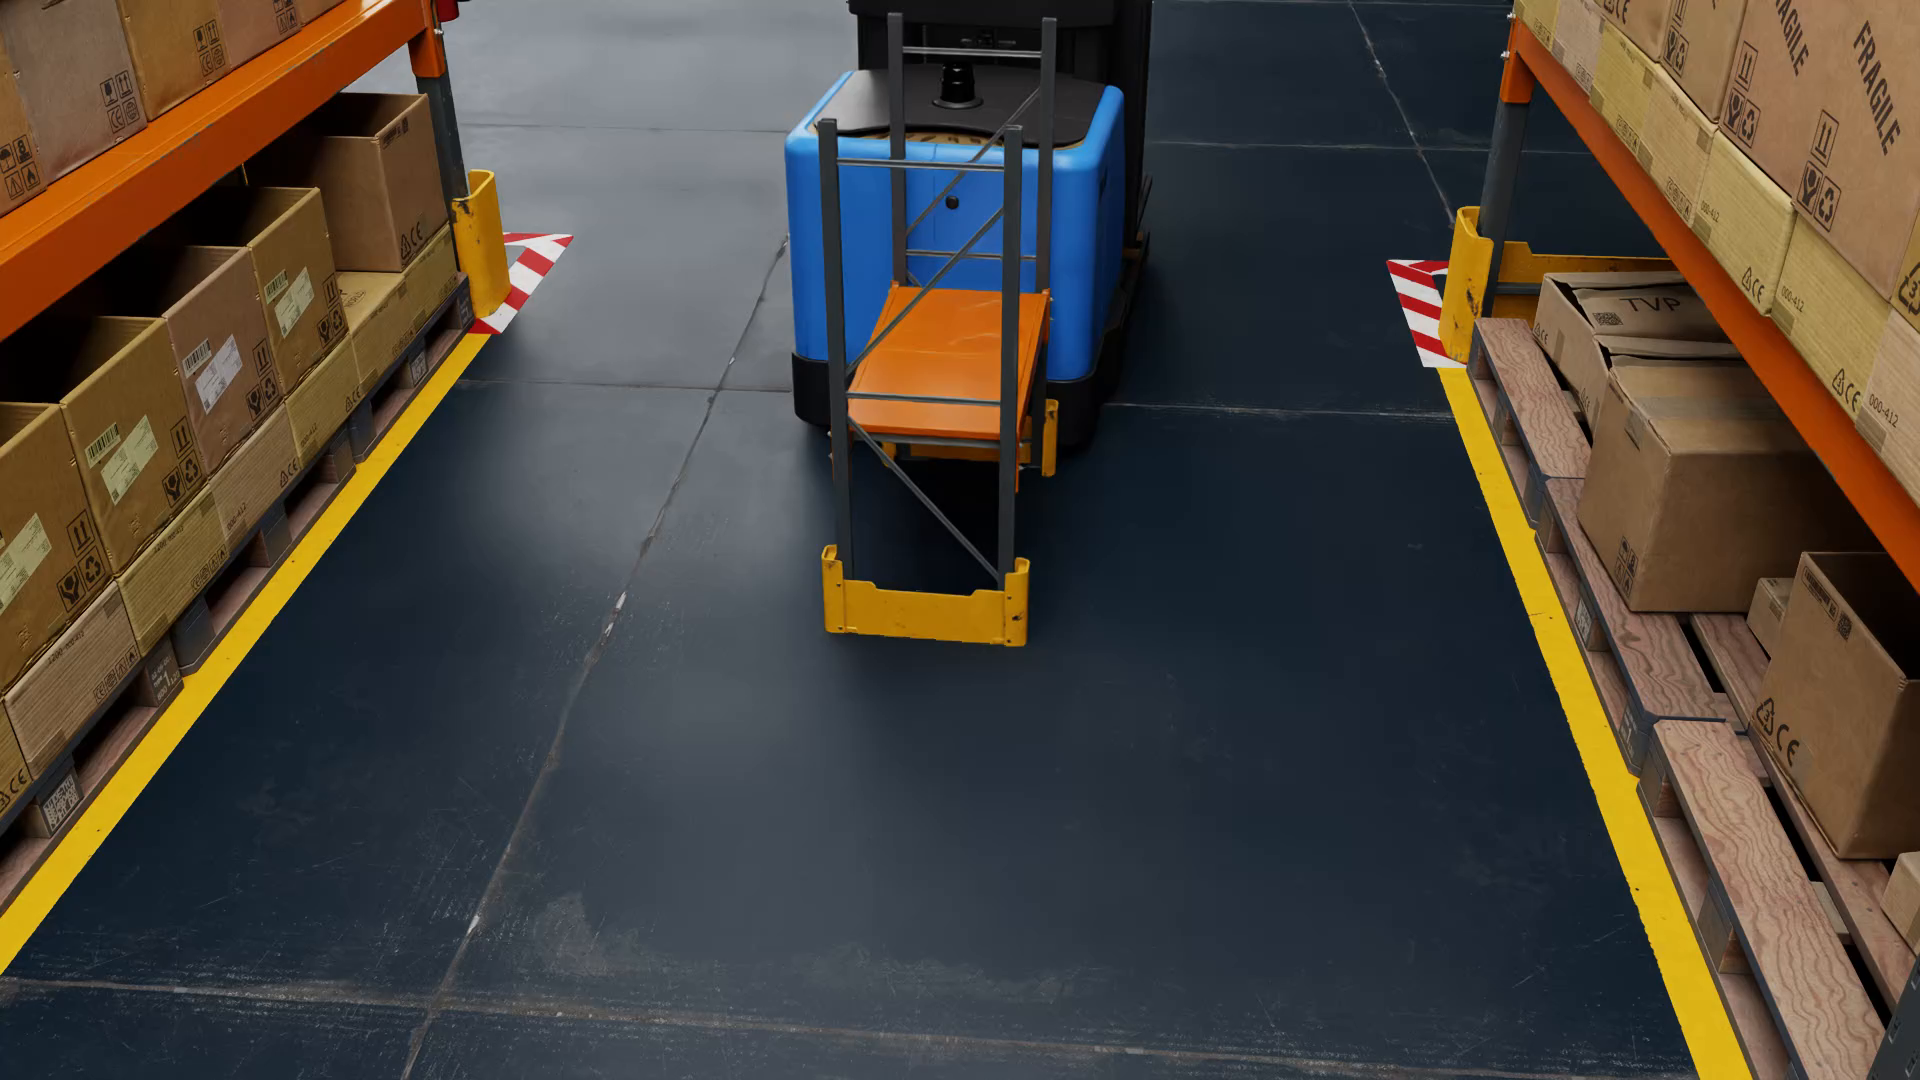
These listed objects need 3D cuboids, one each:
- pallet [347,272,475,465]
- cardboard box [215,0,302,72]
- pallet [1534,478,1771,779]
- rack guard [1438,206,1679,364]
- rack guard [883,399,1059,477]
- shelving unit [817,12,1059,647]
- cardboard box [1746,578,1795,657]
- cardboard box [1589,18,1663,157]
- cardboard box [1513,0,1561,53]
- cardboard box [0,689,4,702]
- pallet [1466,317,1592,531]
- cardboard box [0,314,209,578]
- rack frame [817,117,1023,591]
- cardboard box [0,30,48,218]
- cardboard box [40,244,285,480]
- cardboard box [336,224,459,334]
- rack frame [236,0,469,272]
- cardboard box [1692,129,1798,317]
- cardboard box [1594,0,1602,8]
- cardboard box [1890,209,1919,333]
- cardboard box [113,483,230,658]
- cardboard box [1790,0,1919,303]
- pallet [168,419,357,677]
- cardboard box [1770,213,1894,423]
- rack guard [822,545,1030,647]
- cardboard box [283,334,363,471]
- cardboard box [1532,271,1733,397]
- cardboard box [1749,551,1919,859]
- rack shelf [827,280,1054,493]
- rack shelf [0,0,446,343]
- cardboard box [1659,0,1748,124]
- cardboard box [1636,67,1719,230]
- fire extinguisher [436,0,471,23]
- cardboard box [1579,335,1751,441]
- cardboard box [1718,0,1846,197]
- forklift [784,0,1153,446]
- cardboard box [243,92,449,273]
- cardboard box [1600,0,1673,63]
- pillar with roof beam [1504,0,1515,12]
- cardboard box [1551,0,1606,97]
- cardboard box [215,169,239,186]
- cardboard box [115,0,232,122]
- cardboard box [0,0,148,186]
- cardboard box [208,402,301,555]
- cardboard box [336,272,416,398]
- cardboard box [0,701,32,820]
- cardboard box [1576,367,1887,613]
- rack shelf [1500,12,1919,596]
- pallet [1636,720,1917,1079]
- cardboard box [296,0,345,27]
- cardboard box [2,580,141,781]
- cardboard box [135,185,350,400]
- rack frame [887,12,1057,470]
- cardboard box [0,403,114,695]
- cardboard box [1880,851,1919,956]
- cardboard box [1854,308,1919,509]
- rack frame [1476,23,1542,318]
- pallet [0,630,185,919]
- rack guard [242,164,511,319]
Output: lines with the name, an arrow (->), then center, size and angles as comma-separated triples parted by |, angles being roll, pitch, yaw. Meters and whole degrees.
pallet -> -2.485, -0.678, 6.150 | 1.003, 0.211, 1.213 | 2, 32, 4
cardboard box -> -2.553, -1.791, 5.202 | 0.700, 0.500, 0.500 | 3, 32, 5
pallet -> 2.264, 0.229, 4.677 | 1.003, 0.211, 1.213 | 2, 32, 4
rack guard -> 2.467, -0.954, 6.321 | 1.175, 0.500, 0.348 | 2, 32, 4
rack guard -> 0.033, -0.358, 5.593 | 0.587, 0.250, 0.087 | 4, 32, 6
shelving unit -> -0.032, -0.631, 4.844 | 0.587, 1.500, 1.083 | 4, 32, 6
cardboard box -> 2.298, 0.225, 4.324 | 0.380, 0.149, 0.250 | 0, 32, 0
cardboard box -> 2.042, -1.222, 4.498 | 0.500, 0.250, 0.500 | 2, 32, 3
cardboard box -> 2.117, -1.761, 5.372 | 0.500, 0.250, 0.500 | 2, 32, 3
cardboard box -> -2.440, 0.268, 3.462 | 0.500, 0.500, 0.500 | 2, 32, 4
pallet -> 2.366, -0.407, 5.710 | 1.003, 0.211, 1.213 | 2, 32, 4
cardboard box -> -2.359, -0.255, 4.311 | 0.500, 0.500, 0.500 | 2, 32, 4
rack frame -> -0.097, -0.371, 4.423 | 0.500, 1.500, 0.032 | 4, 32, 6
cardboard box -> -2.679, -0.989, 3.900 | 0.700, 0.500, 0.500 | 3, 32, 5
cardboard box -> -2.320, -0.517, 4.735 | 0.500, 0.500, 0.500 | 2, 32, 4
cardboard box -> -2.214, -0.982, 6.205 | 0.500, 0.250, 0.500 | 2, 32, 4
rack frame -> -2.464, -2.267, 6.070 | 1.000, 3.000, 0.127 | 2, 32, 4
cardboard box -> 1.958, -0.695, 3.643 | 0.500, 0.250, 0.500 | 2, 32, 4
cardboard box -> 2.085, -1.827, 4.764 | 0.500, 0.500, 0.500 | 3, 32, 4
cardboard box -> 1.878, -0.490, 2.596 | 0.500, 0.500, 0.500 | 2, 32, 4
cardboard box -> -2.358, 0.064, 4.507 | 0.500, 0.250, 0.500 | 2, 32, 4
cardboard box -> 1.913, -0.751, 3.019 | 0.500, 0.500, 0.500 | 2, 32, 4
pallet -> -2.587, -0.042, 5.117 | 1.003, 0.211, 1.213 | 2, 32, 4
cardboard box -> 1.933, -0.431, 3.215 | 0.500, 0.250, 0.500 | 3, 32, 4
rack guard -> -0.097, 0.160, 4.752 | 0.587, 0.250, 0.087 | 4, 32, 6
cardboard box -> -2.281, -0.459, 5.356 | 0.500, 0.250, 0.500 | 2, 32, 4
cardboard box -> 2.327, -0.742, 5.739 | 0.500, 0.311, 0.500 | -1, 32, -2
cardboard box -> 2.192, 0.367, 3.759 | 0.500, 0.500, 0.500 | 0, 32, 0
rack shelf -> -0.031, -0.483, 4.947 | 0.538, 0.185, 1.000 | 4, 32, 6
rack shelf -> -2.627, -0.915, 4.562 | 1.077, 0.370, 4.000 | 2, 32, 4
cardboard box -> 2.006, -1.286, 3.887 | 0.500, 0.500, 0.500 | 3, 32, 6
cardboard box -> 1.998, -0.958, 4.069 | 0.500, 0.250, 0.500 | 3, 32, 4
fire extinguisher -> -1.992, -2.276, 6.158 | 0.296, 0.674, 0.183 | 2, 32, 4
cardboard box -> 2.281, -0.444, 5.255 | 0.500, 0.311, 0.500 | 5, 32, 8
cardboard box -> 1.964, -1.014, 3.446 | 0.500, 0.500, 0.500 | 2, 32, 3
forklift -> 0.204, -2.326, 6.231 | 1.130, 2.935, 3.031 | 6, 32, 9
cardboard box -> -2.211, -1.301, 6.009 | 0.500, 0.500, 0.500 | 2, 32, 4
cardboard box -> 2.036, -1.557, 4.326 | 0.500, 0.500, 0.500 | 1, 32, 2
pillar with roof beam -> -0.524, -7.530, 8.891 | 9.100, 9.000, 0.400 | 2, 32, 4
cardboard box -> 2.089, -1.488, 4.930 | 0.500, 0.250, 0.500 | 2, 32, 2
cardboard box -> -2.769, -1.062, 5.620 | 0.500, 0.500, 0.500 | 2, 32, 4
cardboard box -> -2.599, -1.532, 4.781 | 0.700, 0.500, 0.500 | 3, 32, 4
cardboard box -> -2.638, -1.257, 4.335 | 0.700, 0.500, 0.500 | 3, 32, 5
cardboard box -> -2.324, -0.197, 4.932 | 0.500, 0.250, 0.500 | 2, 32, 4
cardboard box -> -2.242, -0.720, 5.780 | 0.500, 0.250, 0.500 | 2, 32, 4
cardboard box -> -2.450, 0.587, 3.659 | 0.500, 0.250, 0.500 | 2, 32, 4
cardboard box -> 2.171, -0.143, 4.586 | 0.700, 0.500, 0.500 | 1, 32, 1
rack shelf -> 2.310, -0.705, 4.221 | 1.077, 0.370, 4.000 | 2, 32, 4
pallet -> 2.167, 0.869, 3.639 | 1.003, 0.211, 1.213 | 2, 32, 4
cardboard box -> -2.515, -2.066, 5.648 | 0.700, 0.500, 0.500 | 2, 32, 4
cardboard box -> -2.404, 0.325, 4.083 | 0.500, 0.250, 0.500 | 2, 32, 4
cardboard box -> -2.278, -0.778, 5.159 | 0.500, 0.500, 0.500 | 2, 32, 4
rack frame -> 0.035, -0.900, 5.281 | 0.500, 1.500, 0.032 | 4, 32, 6
cardboard box -> -2.407, 0.006, 3.887 | 0.500, 0.500, 0.500 | 2, 32, 4
cardboard box -> 2.161, 0.772, 3.420 | 0.380, 0.166, 0.250 | -2, 32, -2
cardboard box -> 1.884, -0.171, 2.793 | 0.500, 0.250, 0.500 | 3, 32, 4
rack frame -> 2.473, -2.058, 5.730 | 1.000, 3.000, 0.127 | 2, 32, 4
pallet -> -2.684, 0.597, 4.079 | 1.003, 0.211, 1.213 | 2, 32, 4
rack guard -> -2.462, -1.216, 6.746 | 1.175, 0.500, 0.348 | 2, 32, 4
